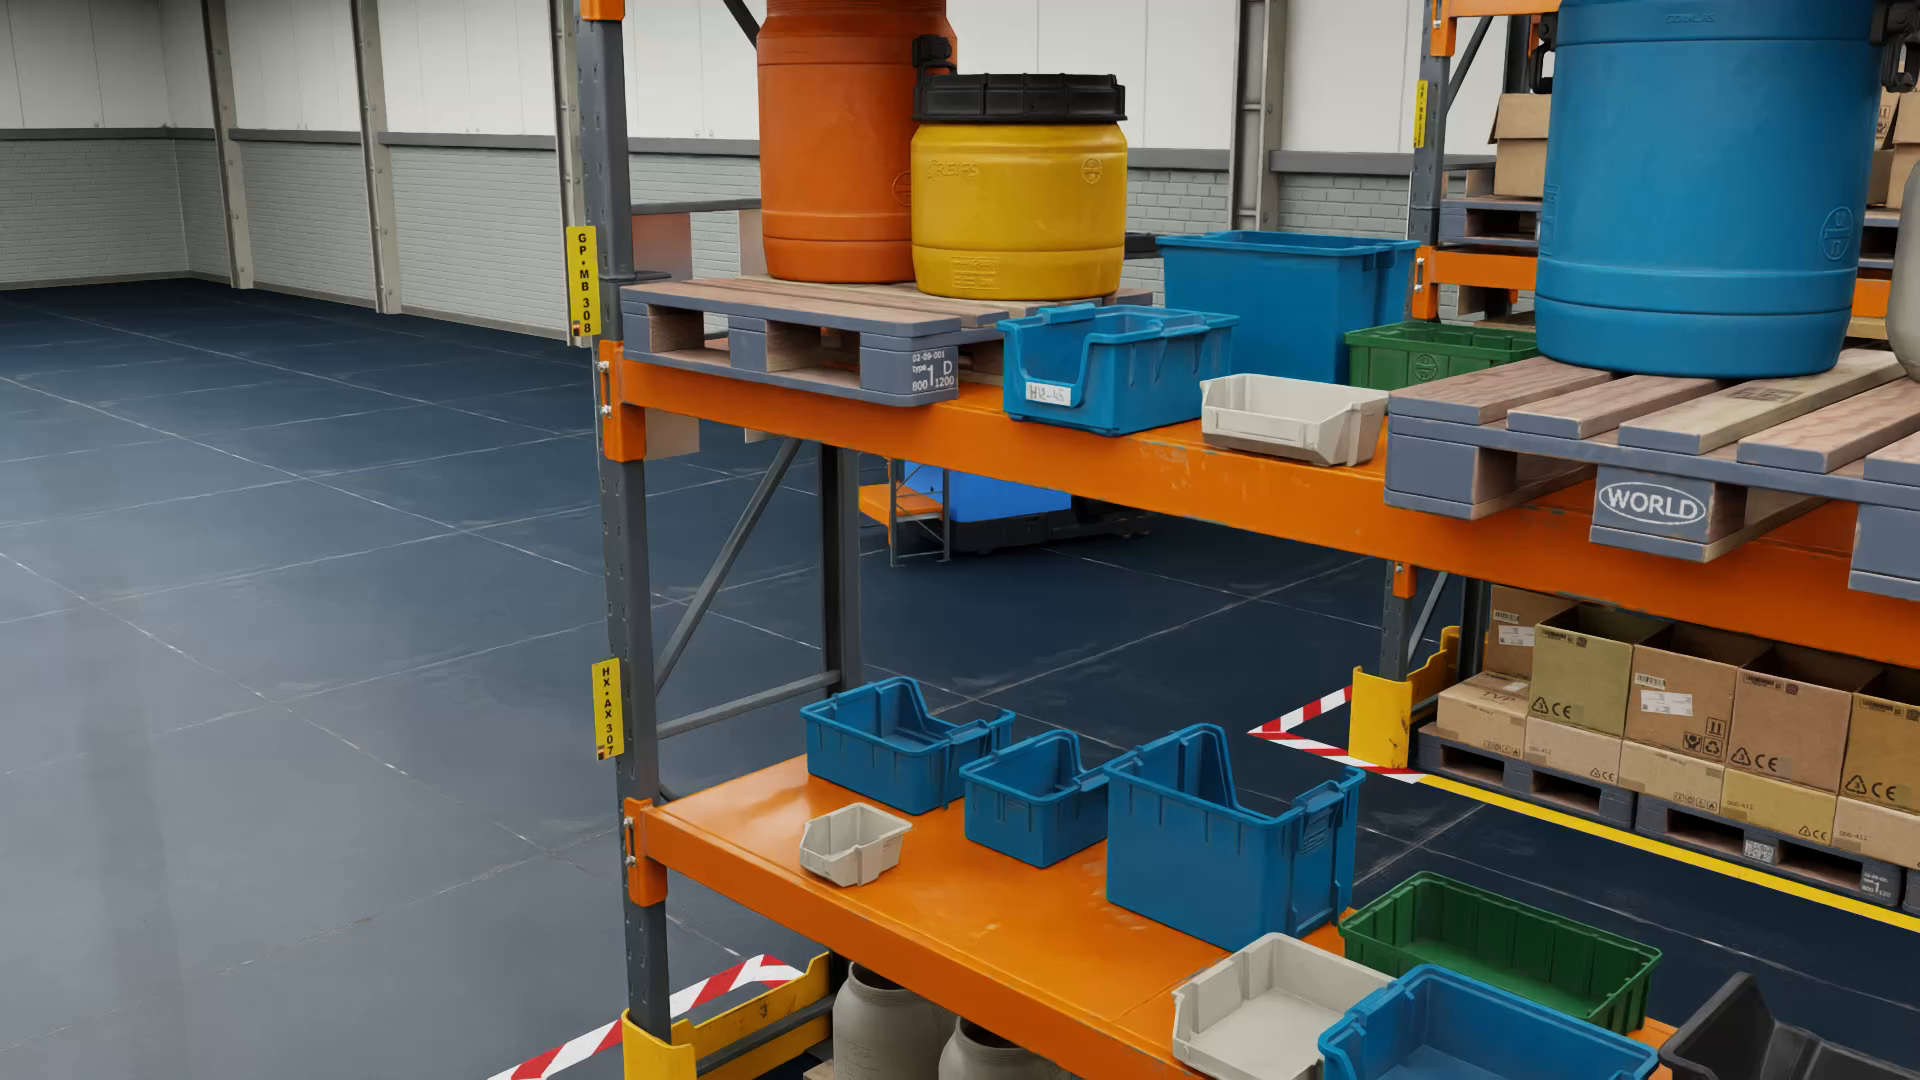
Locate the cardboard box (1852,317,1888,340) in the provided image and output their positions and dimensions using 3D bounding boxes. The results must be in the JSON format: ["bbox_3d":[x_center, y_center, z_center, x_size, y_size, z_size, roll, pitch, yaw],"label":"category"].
[{"bbox_3d":[6.615,-1.293,11.715,0.500,0.500,0.500,14,20,42],"label":"cardboard box"}]

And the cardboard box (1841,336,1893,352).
[{"bbox_3d":[4.167,-0.635,7.650,0.500,0.500,0.700,14,20,42],"label":"cardboard box"}]

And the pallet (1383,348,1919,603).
[{"bbox_3d":[1.547,-0.189,3.136,1.003,0.211,1.213,14,20,42],"label":"pallet"}]

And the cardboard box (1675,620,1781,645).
[{"bbox_3d":[4.018,0.657,8.593,0.500,0.500,0.500,14,20,42],"label":"cardboard box"}]

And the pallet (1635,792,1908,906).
[{"bbox_3d":[4.149,1.370,8.256,1.213,0.211,1.003,14,20,42],"label":"pallet"}]

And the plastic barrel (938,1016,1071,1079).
[{"bbox_3d":[0.142,1.769,5.296,0.421,0.512,0.421,0,15,0],"label":"plastic barrel"}]

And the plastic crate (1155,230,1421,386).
[{"bbox_3d":[0.836,-0.586,4.313,0.575,0.384,0.392,14,20,42],"label":"plastic crate"}]

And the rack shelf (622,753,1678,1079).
[{"bbox_3d":[0.694,1.277,4.508,4.000,0.370,1.077,14,20,42],"label":"rack shelf"}]

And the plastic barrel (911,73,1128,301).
[{"bbox_3d":[0.163,-0.990,4.628,0.600,0.588,0.600,0,15,0],"label":"plastic barrel"}]

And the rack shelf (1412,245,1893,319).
[{"bbox_3d":[4.135,-1.073,7.578,4.000,0.370,1.077,14,20,42],"label":"rack shelf"}]

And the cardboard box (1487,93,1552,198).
[{"bbox_3d":[3.106,-1.990,8.358,0.797,0.503,0.637,-13,19,-40],"label":"cardboard box"}]

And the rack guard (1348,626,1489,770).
[{"bbox_3d":[2.678,0.886,9.540,0.348,0.500,1.175,14,20,42],"label":"rack guard"}]

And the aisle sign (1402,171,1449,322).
[{"bbox_3d":[2.435,-1.533,8.711,0.004,0.787,0.394,14,20,42],"label":"aisle sign"}]

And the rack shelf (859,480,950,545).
[{"bbox_3d":[-0.534,-0.235,13.571,0.538,0.278,1.000,-7,16,-25],"label":"rack shelf"}]

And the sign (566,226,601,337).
[{"bbox_3d":[-1.131,-0.778,5.001,0.005,0.325,0.100,14,20,42],"label":"sign"}]

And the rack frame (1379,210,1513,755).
[{"bbox_3d":[2.695,-0.319,9.208,0.127,3.000,1.000,14,20,42],"label":"rack frame"}]

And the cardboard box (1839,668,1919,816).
[{"bbox_3d":[4.375,0.927,7.557,0.500,0.500,0.500,14,20,42],"label":"cardboard box"}]

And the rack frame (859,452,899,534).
[{"bbox_3d":[-0.752,-0.587,13.954,0.500,1.125,0.032,-7,16,-25],"label":"rack frame"}]

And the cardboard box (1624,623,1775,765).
[{"bbox_3d":[3.657,0.752,8.231,0.500,0.500,0.500,14,20,42],"label":"cardboard box"}]

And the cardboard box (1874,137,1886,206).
[{"bbox_3d":[6.560,-2.524,11.484,0.500,0.500,0.500,-13,19,-41],"label":"cardboard box"}]

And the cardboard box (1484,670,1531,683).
[{"bbox_3d":[3.286,0.848,9.348,0.500,0.250,0.500,14,20,42],"label":"cardboard box"}]

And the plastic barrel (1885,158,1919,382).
[{"bbox_3d":[1.960,-0.541,3.054,0.421,0.512,0.421,0,15,0],"label":"plastic barrel"}]

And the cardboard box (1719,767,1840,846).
[{"bbox_3d":[4.005,1.205,7.978,0.500,0.250,0.500,14,20,42],"label":"cardboard box"}]

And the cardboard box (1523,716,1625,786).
[{"bbox_3d":[3.289,1.029,8.654,0.500,0.250,0.500,14,20,42],"label":"cardboard box"}]

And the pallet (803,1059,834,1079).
[{"bbox_3d":[-0.077,2.076,5.544,1.213,0.211,1.003,14,20,42],"label":"pallet"}]

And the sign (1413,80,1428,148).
[{"bbox_3d":[2.306,-2.132,8.327,0.005,0.325,0.100,14,20,42],"label":"sign"}]

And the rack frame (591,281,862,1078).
[{"bbox_3d":[-0.746,0.579,5.760,0.127,3.000,1.000,14,20,42],"label":"rack frame"}]

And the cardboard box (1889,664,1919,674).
[{"bbox_3d":[4.738,0.832,7.922,0.500,0.500,0.500,14,20,42],"label":"cardboard box"}]

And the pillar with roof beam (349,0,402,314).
[{"bbox_3d":[-13.030,-7.576,25.159,0.400,9.000,9.100,14,20,42],"label":"pillar with roof beam"}]

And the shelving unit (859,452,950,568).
[{"bbox_3d":[-0.534,-0.471,13.509,0.538,1.125,1.048,-7,16,-25],"label":"shelving unit"}]

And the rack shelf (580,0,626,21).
[{"bbox_3d":[0.694,-1.432,3.802,4.000,0.370,1.077,14,20,42],"label":"rack shelf"}]

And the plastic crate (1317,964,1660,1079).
[{"bbox_3d":[1.149,1.207,3.647,0.616,0.251,0.499,14,20,42],"label":"plastic crate"}]

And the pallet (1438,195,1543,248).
[{"bbox_3d":[3.186,-1.600,8.348,1.213,0.211,1.003,14,20,42],"label":"pallet"}]

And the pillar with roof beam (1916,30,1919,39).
[{"bbox_3d":[4.247,-3.375,9.039,0.400,9.000,9.100,14,20,42],"label":"pillar with roof beam"}]

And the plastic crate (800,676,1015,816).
[{"bbox_3d":[-0.178,0.684,5.651,0.616,0.251,0.499,14,20,42],"label":"plastic crate"}]

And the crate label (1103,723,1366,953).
[{"bbox_3d":[0.767,0.835,4.708,0.616,0.435,0.502,14,20,42],"label":"crate label"}]

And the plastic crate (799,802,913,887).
[{"bbox_3d":[-0.325,0.922,4.968,0.250,0.136,0.298,14,20,42],"label":"plastic crate"}]

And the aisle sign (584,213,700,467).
[{"bbox_3d":[-1.001,-0.638,5.277,0.004,0.787,0.394,14,20,42],"label":"aisle sign"}]

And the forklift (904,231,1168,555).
[{"bbox_3d":[1.064,-1.543,14.043,3.031,2.935,1.130,-8,17,-28],"label":"forklift"}]

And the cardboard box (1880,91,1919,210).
[{"bbox_3d":[4.477,-1.703,7.254,0.797,0.503,0.637,-12,19,-38],"label":"cardboard box"}]

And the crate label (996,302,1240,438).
[{"bbox_3d":[0.372,-0.413,3.913,0.408,0.251,0.502,14,20,42],"label":"crate label"}]
